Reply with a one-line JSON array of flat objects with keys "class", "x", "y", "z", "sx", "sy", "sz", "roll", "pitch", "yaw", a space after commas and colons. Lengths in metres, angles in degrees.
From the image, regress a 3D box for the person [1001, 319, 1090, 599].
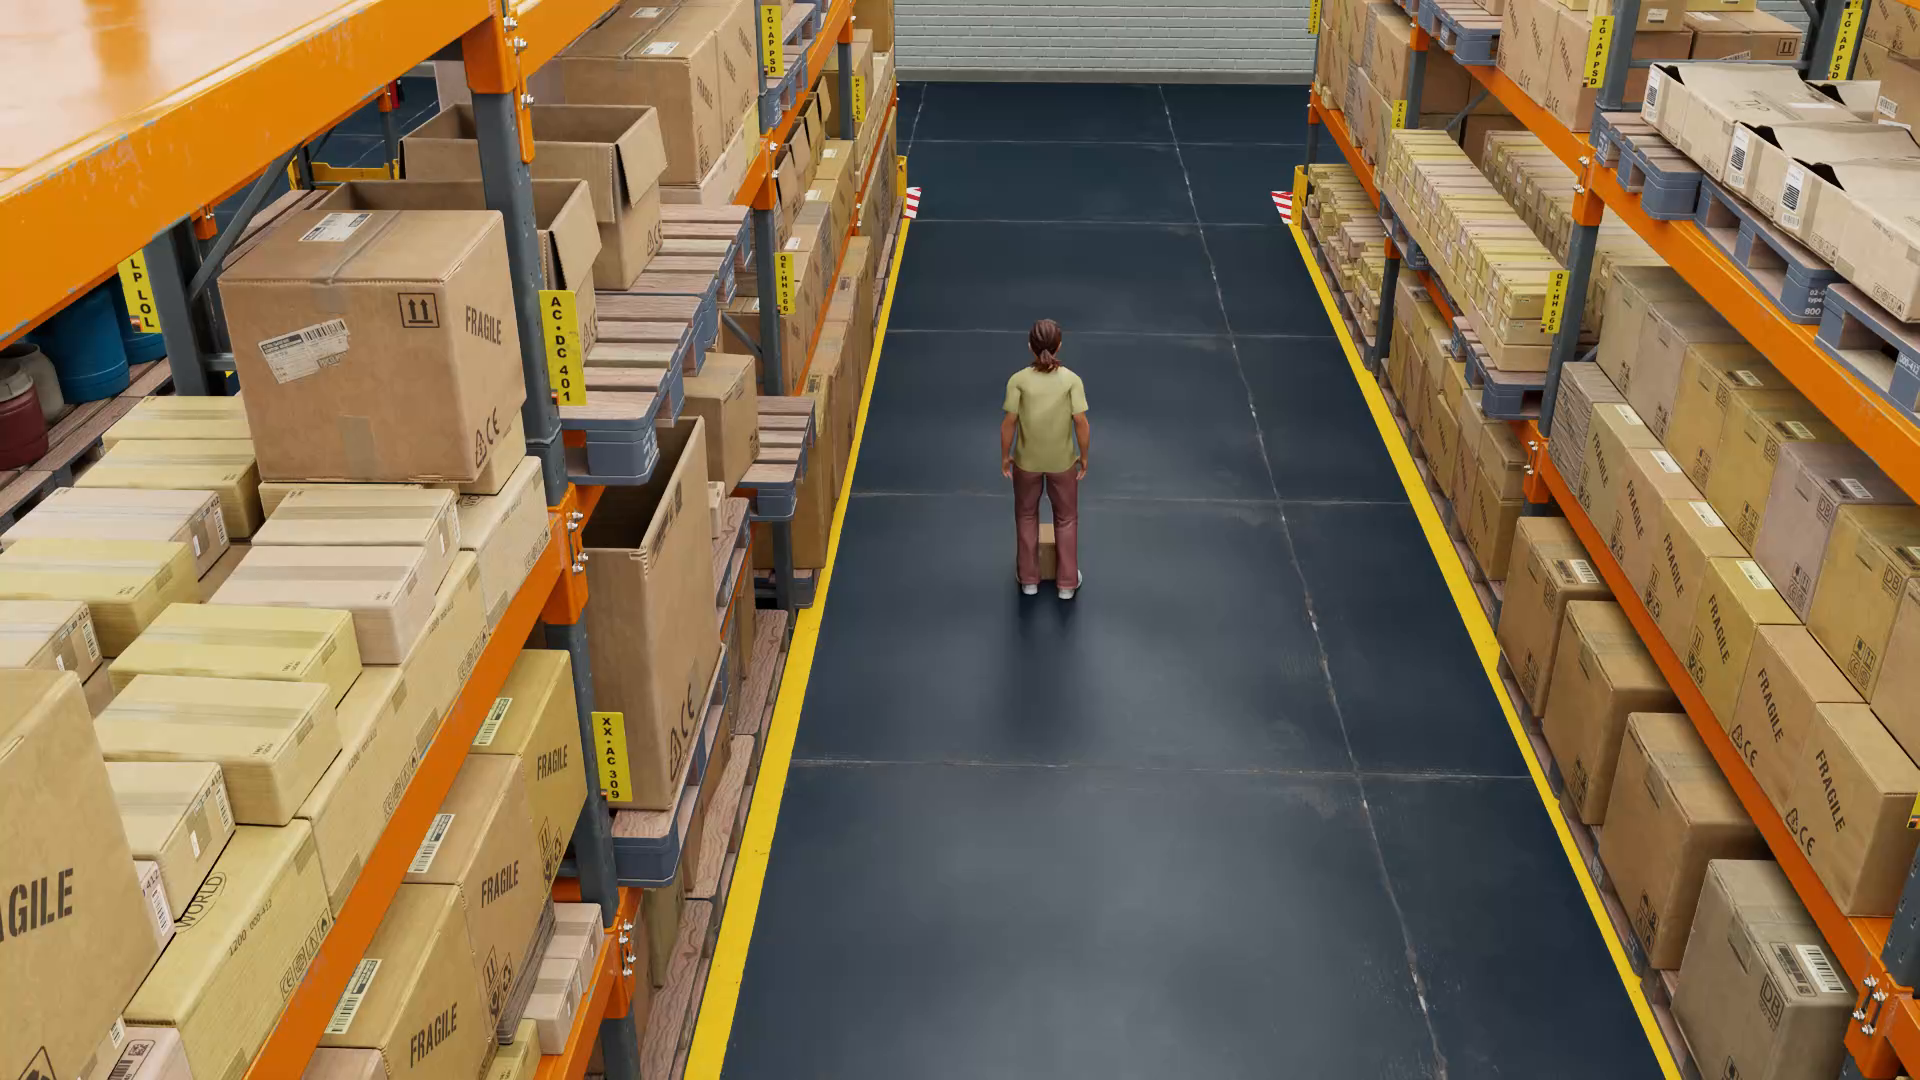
[{"class": "person", "x": 0.484, "y": -0.454, "z": 9.474, "sx": 0.494, "sy": 1.673, "sz": 0.405, "roll": 1, "pitch": 28, "yaw": 2}]
